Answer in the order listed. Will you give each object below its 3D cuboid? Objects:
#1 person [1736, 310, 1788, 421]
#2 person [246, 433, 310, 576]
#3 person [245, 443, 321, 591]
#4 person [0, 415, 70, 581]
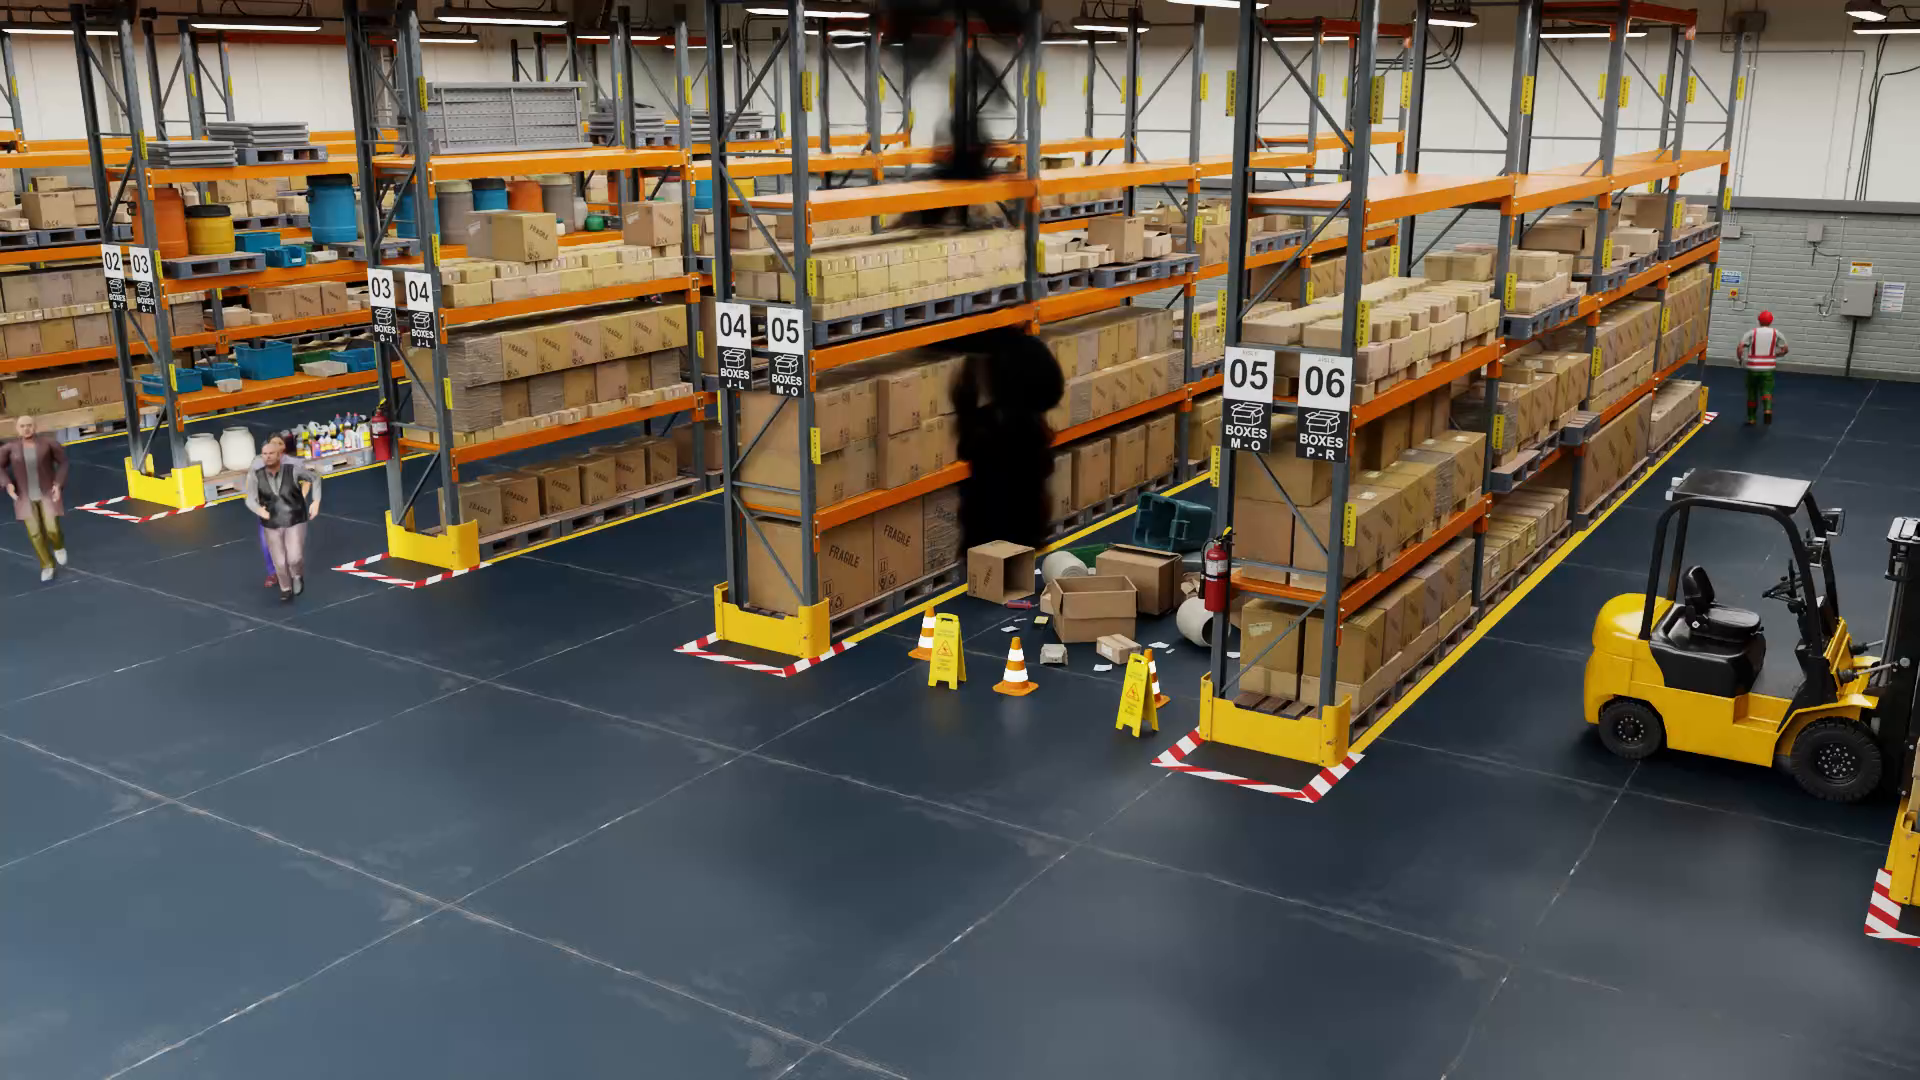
[{"bbox_3d":[12.121,-2.610,25.190,0.713,1.715,0.685,5,16,19],"label":"person"},{"bbox_3d":[-7.094,-0.340,17.320,0.625,1.527,0.525,-3,16,-11],"label":"person"},{"bbox_3d":[-6.711,-0.180,16.536,0.678,1.605,0.803,-3,16,-11],"label":"person"},{"bbox_3d":[-9.822,-0.471,17.673,0.721,1.746,0.624,-7,17,-23],"label":"person"}]
